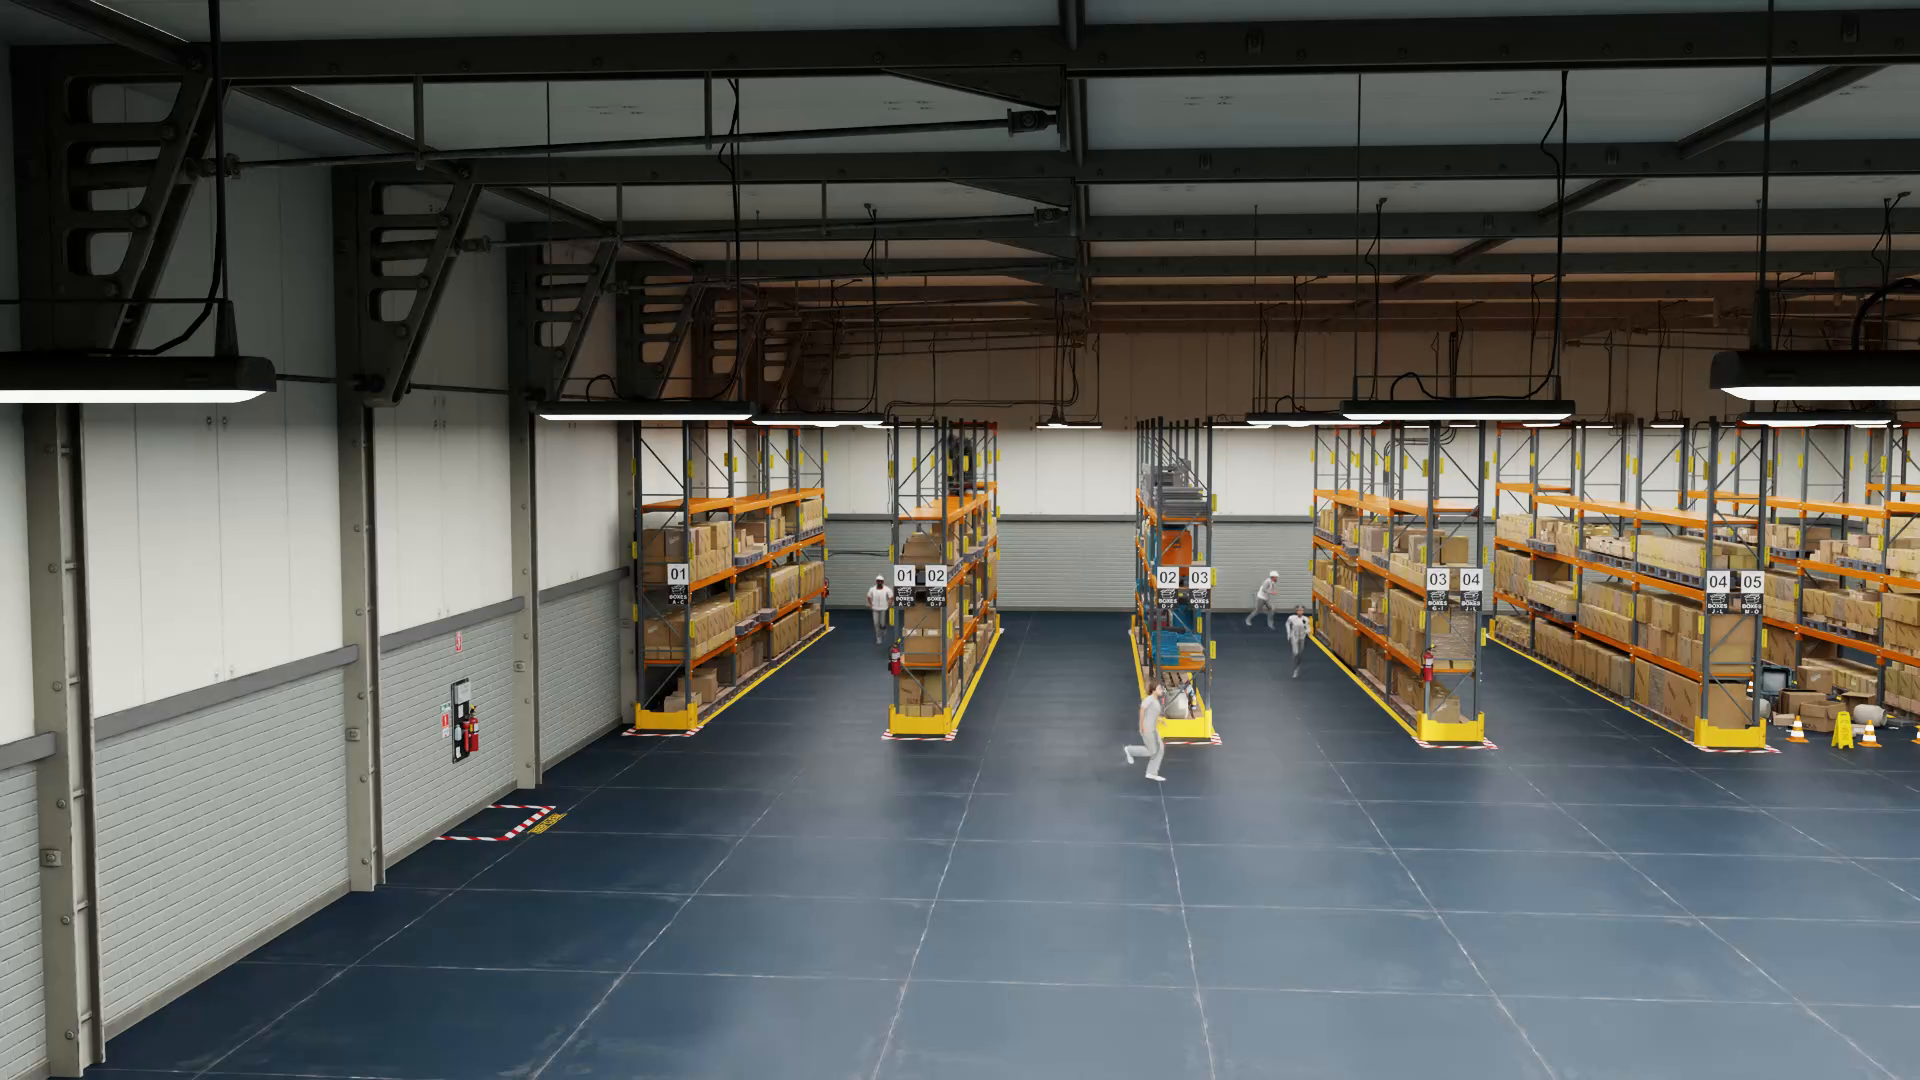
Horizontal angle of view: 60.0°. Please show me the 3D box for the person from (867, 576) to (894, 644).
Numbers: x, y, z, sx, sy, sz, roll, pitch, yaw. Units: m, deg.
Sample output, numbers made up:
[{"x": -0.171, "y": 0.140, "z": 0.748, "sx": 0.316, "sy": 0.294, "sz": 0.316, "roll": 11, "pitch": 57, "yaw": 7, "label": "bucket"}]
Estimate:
[{"x": -2.066, "y": 1.785, "z": 42.762, "sx": 0.693, "sy": 1.742, "sz": 0.680, "roll": 0, "pitch": 4, "yaw": 6, "label": "person"}]

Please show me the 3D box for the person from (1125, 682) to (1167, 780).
[{"x": 3.067, "y": 3.142, "z": 27.465, "sx": 0.688, "sy": 1.628, "sz": 0.589, "roll": 2, "pitch": 4, "yaw": 26, "label": "person"}]

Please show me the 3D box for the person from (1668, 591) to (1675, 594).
[{"x": 20.405, "y": 1.764, "z": 47.376, "sx": 0.627, "sy": 1.741, "sz": 0.656, "roll": 0, "pitch": 4, "yaw": -7, "label": "person"}]

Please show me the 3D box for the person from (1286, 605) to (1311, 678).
[{"x": 7.934, "y": 2.355, "z": 38.957, "sx": 0.530, "sy": 1.727, "sz": 0.844, "roll": 0, "pitch": 4, "yaw": -2, "label": "person"}]

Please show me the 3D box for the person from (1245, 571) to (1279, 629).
[{"x": 8.801, "y": 1.752, "z": 48.388, "sx": 1.036, "sy": 1.733, "sz": 0.700, "roll": 2, "pitch": 4, "yaw": 29, "label": "person"}]
